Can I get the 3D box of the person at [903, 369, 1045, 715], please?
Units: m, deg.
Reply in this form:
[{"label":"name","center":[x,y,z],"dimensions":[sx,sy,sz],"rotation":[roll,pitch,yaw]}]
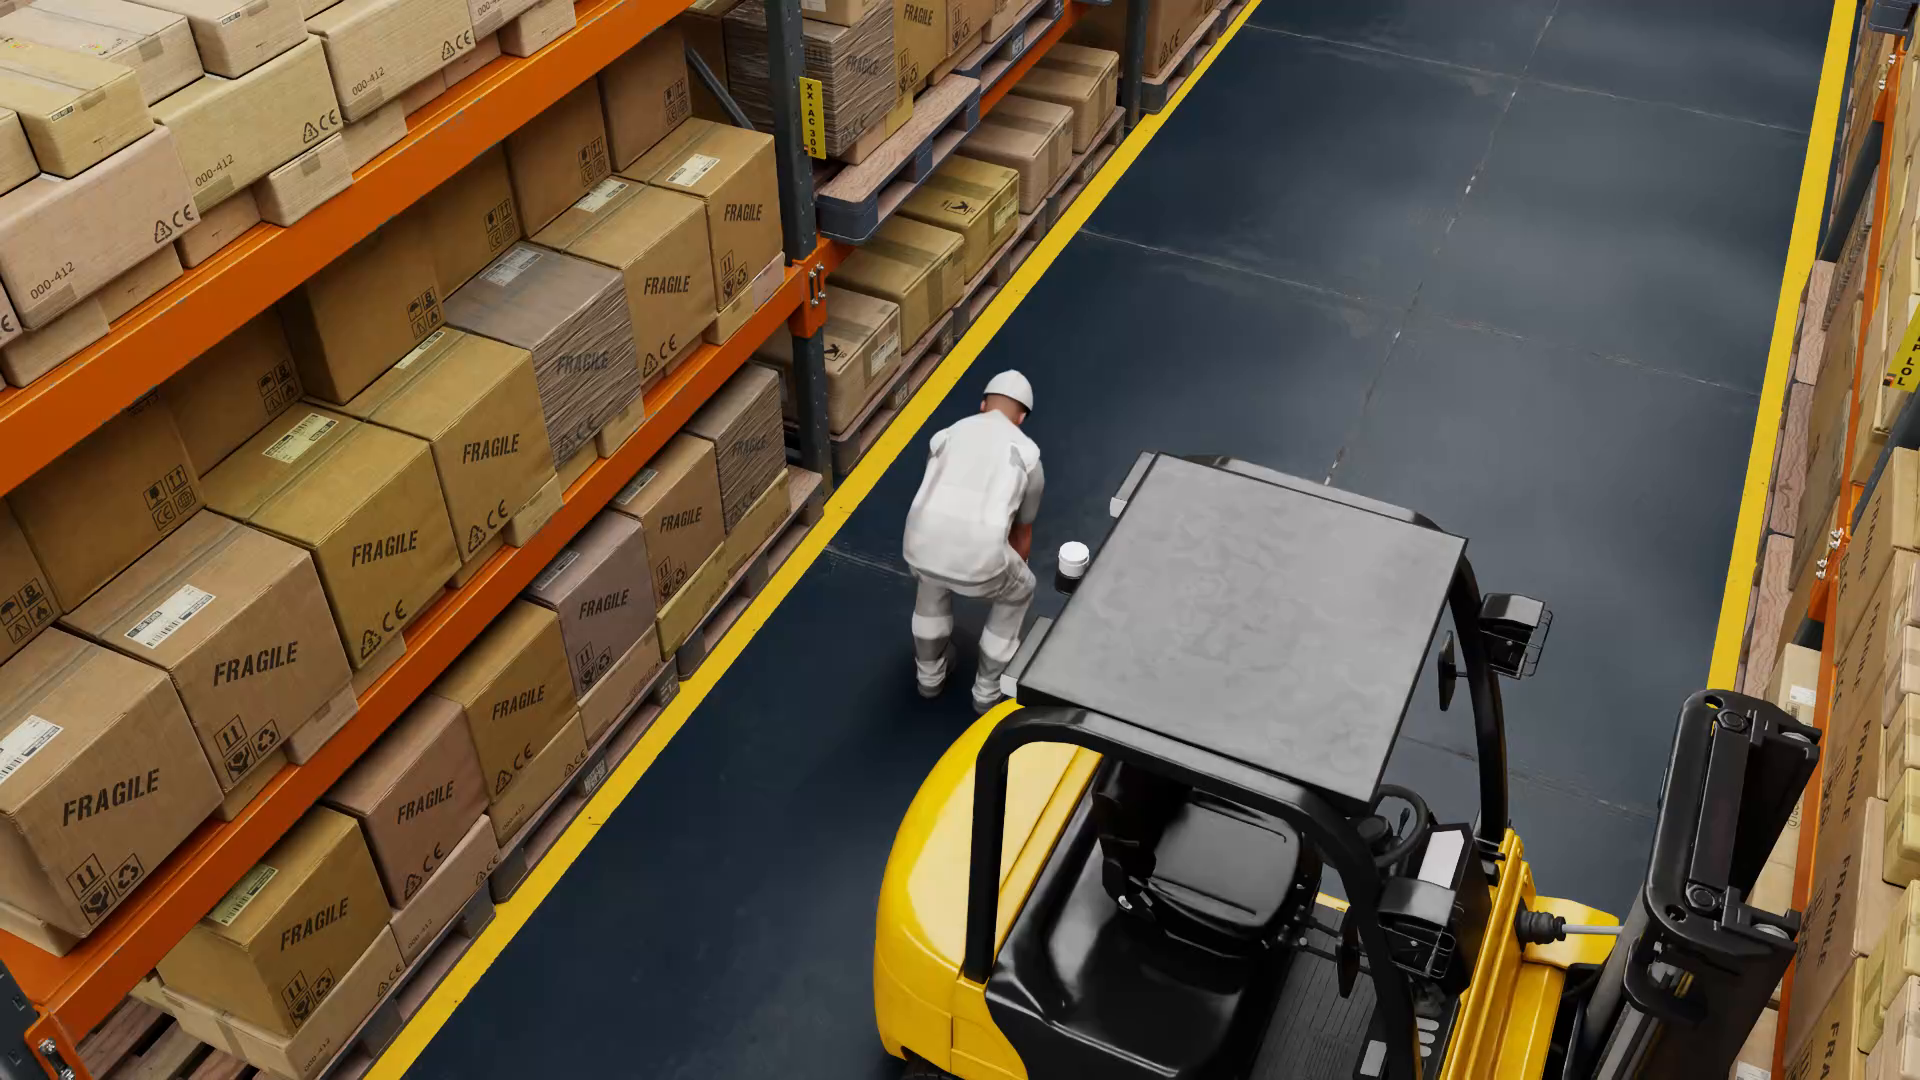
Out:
[{"label":"person","center":[0.092,0.028,6.570],"dimensions":[0.523,1.173,0.945],"rotation":[14,44,16]}]
